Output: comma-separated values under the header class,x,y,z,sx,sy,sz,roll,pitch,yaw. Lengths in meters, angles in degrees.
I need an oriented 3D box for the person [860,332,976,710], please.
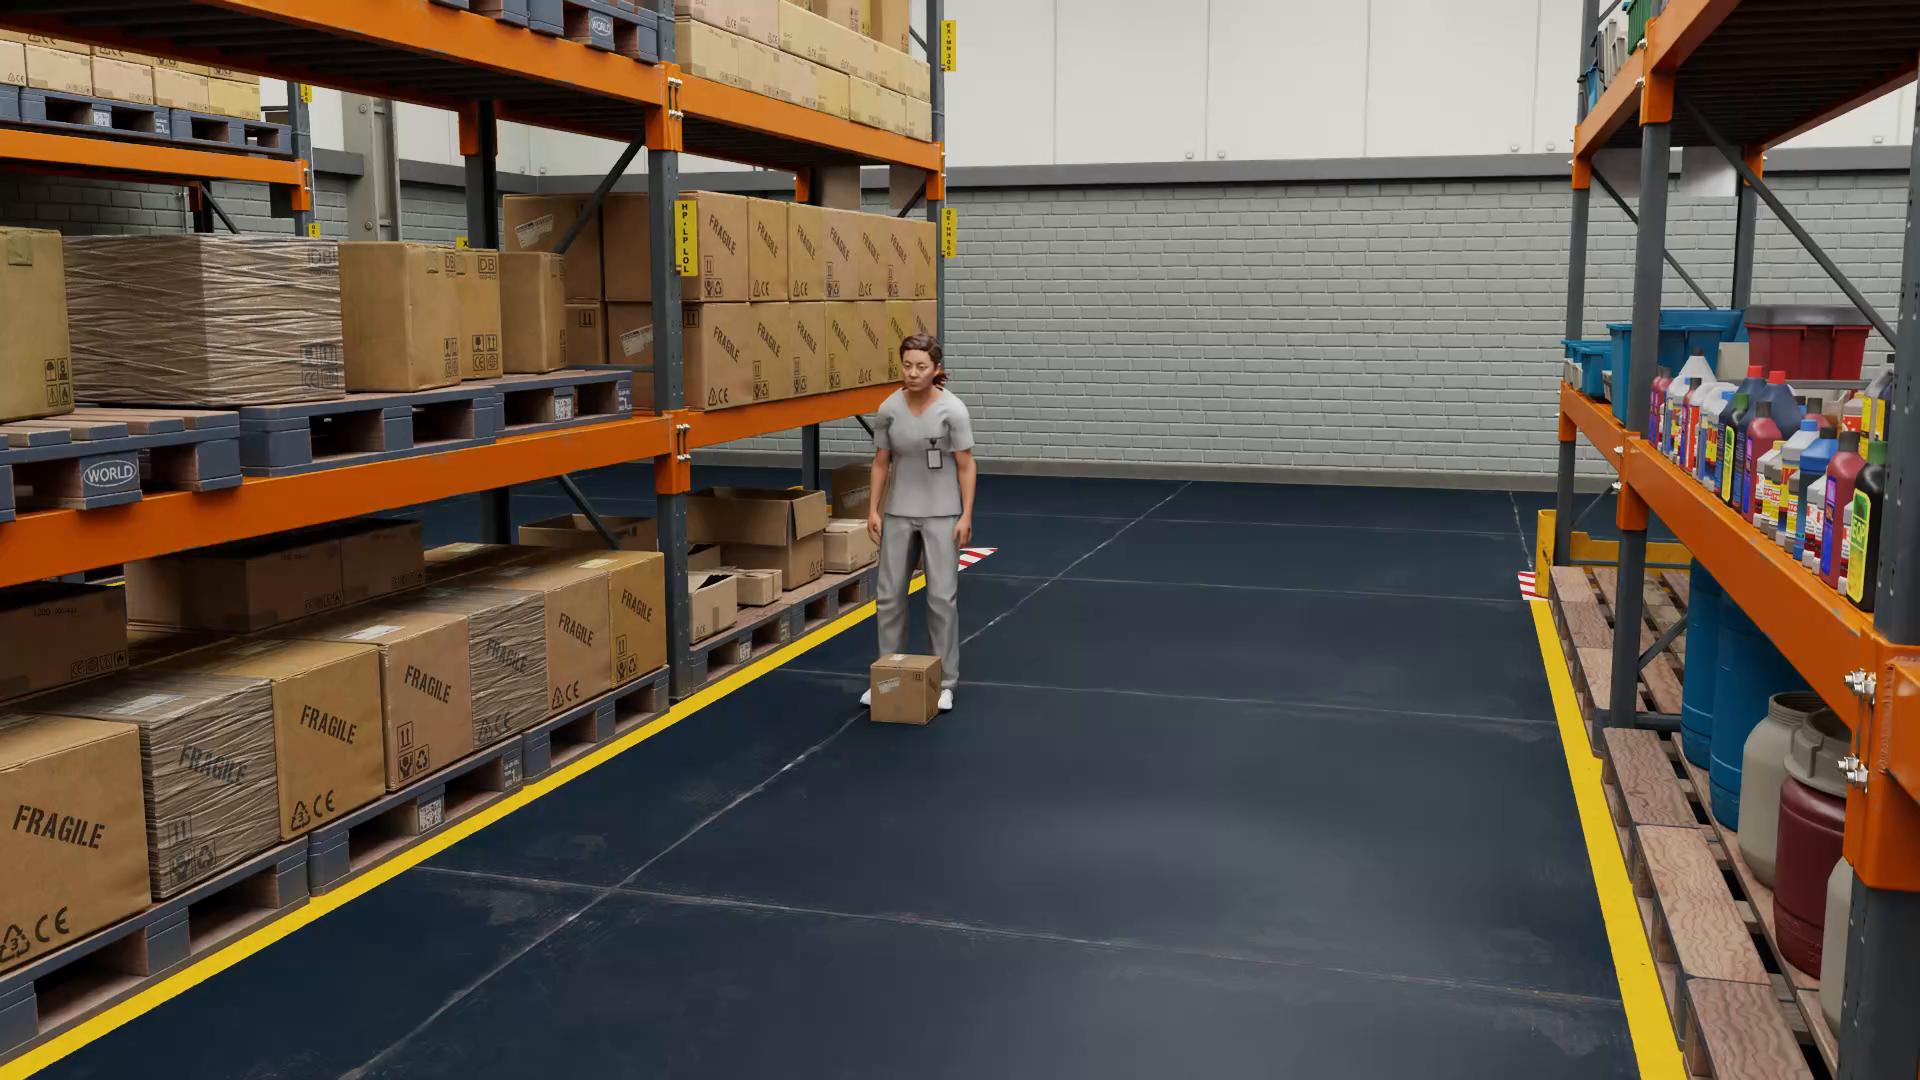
class,x,y,z,sx,sy,sz,roll,pitch,yaw
person,-0.176,-0.087,7.428,0.495,1.673,0.354,2,9,16
